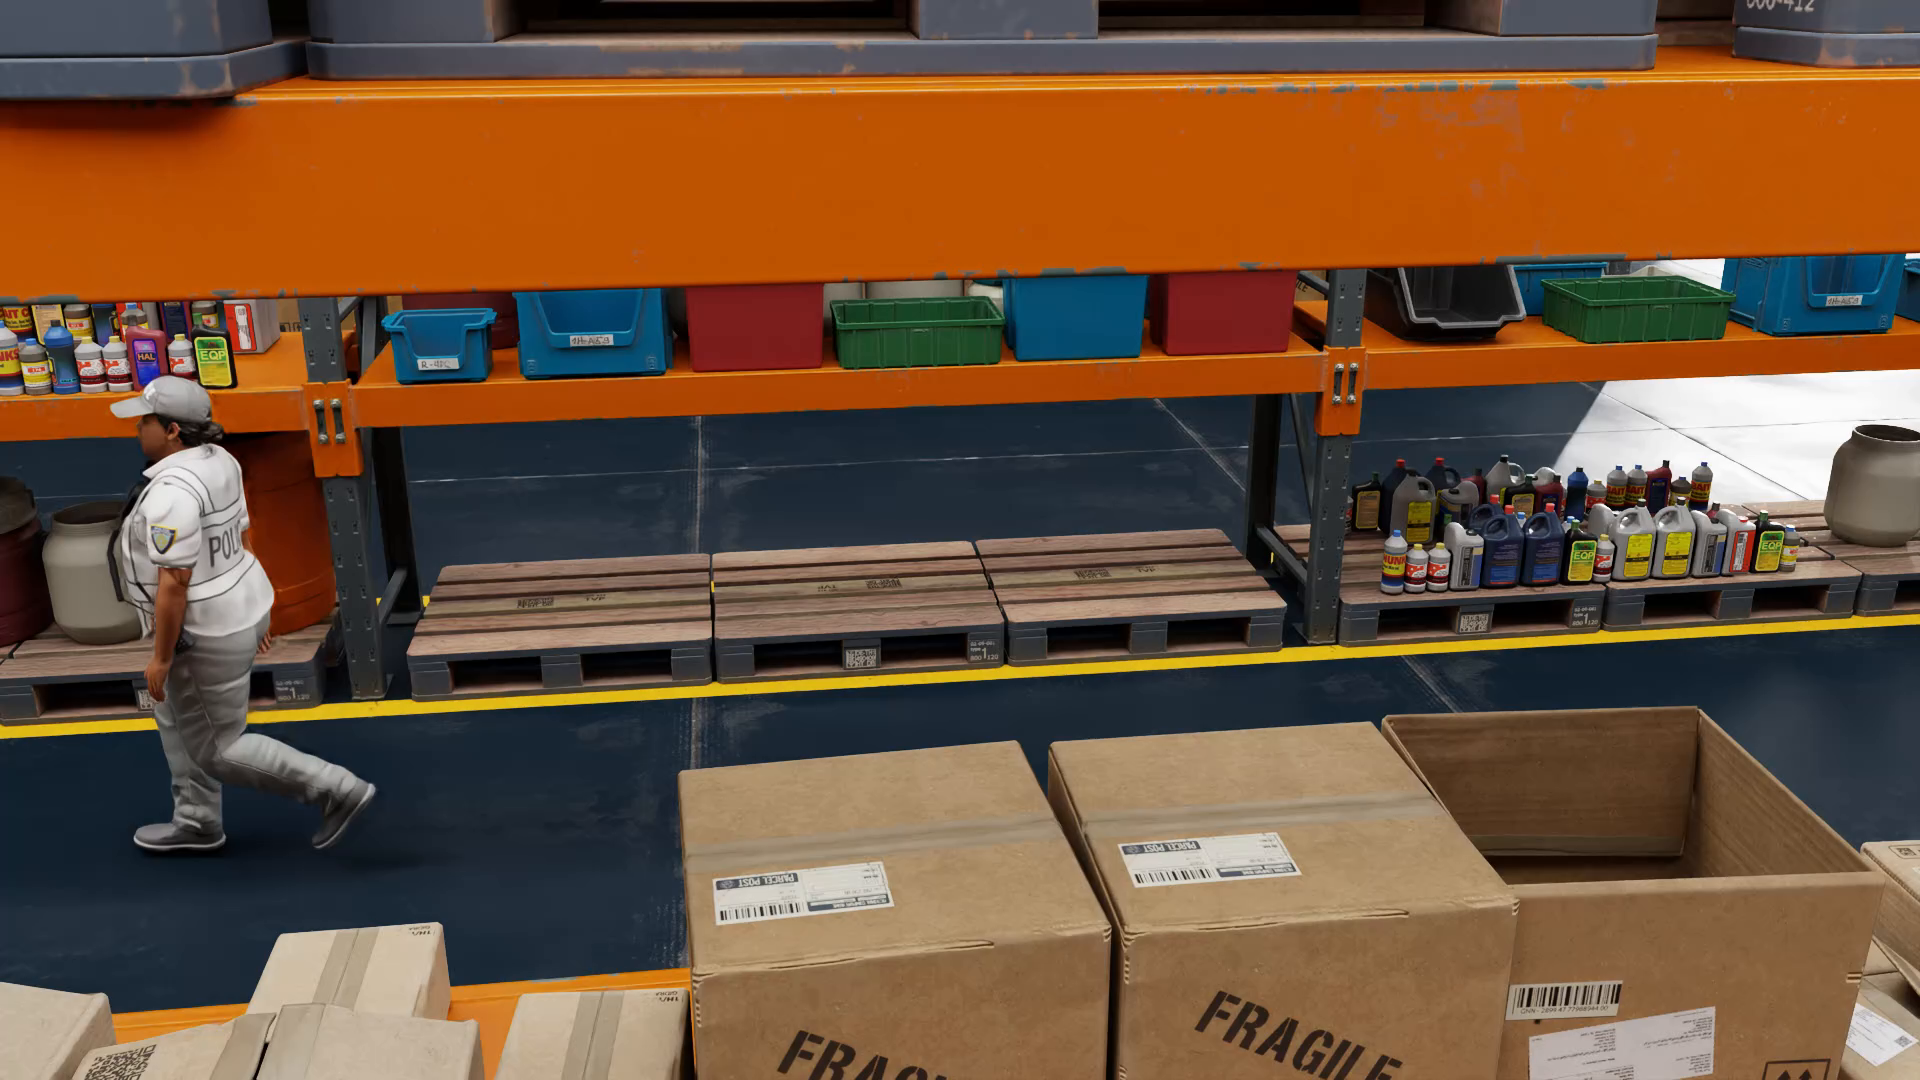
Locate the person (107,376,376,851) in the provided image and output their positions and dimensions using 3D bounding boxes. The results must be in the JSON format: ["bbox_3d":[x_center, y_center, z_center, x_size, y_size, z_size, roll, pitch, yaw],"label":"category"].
[{"bbox_3d":[-2.347,0.276,5.297,0.858,1.623,0.492,-2,20,-4],"label":"person"}]
